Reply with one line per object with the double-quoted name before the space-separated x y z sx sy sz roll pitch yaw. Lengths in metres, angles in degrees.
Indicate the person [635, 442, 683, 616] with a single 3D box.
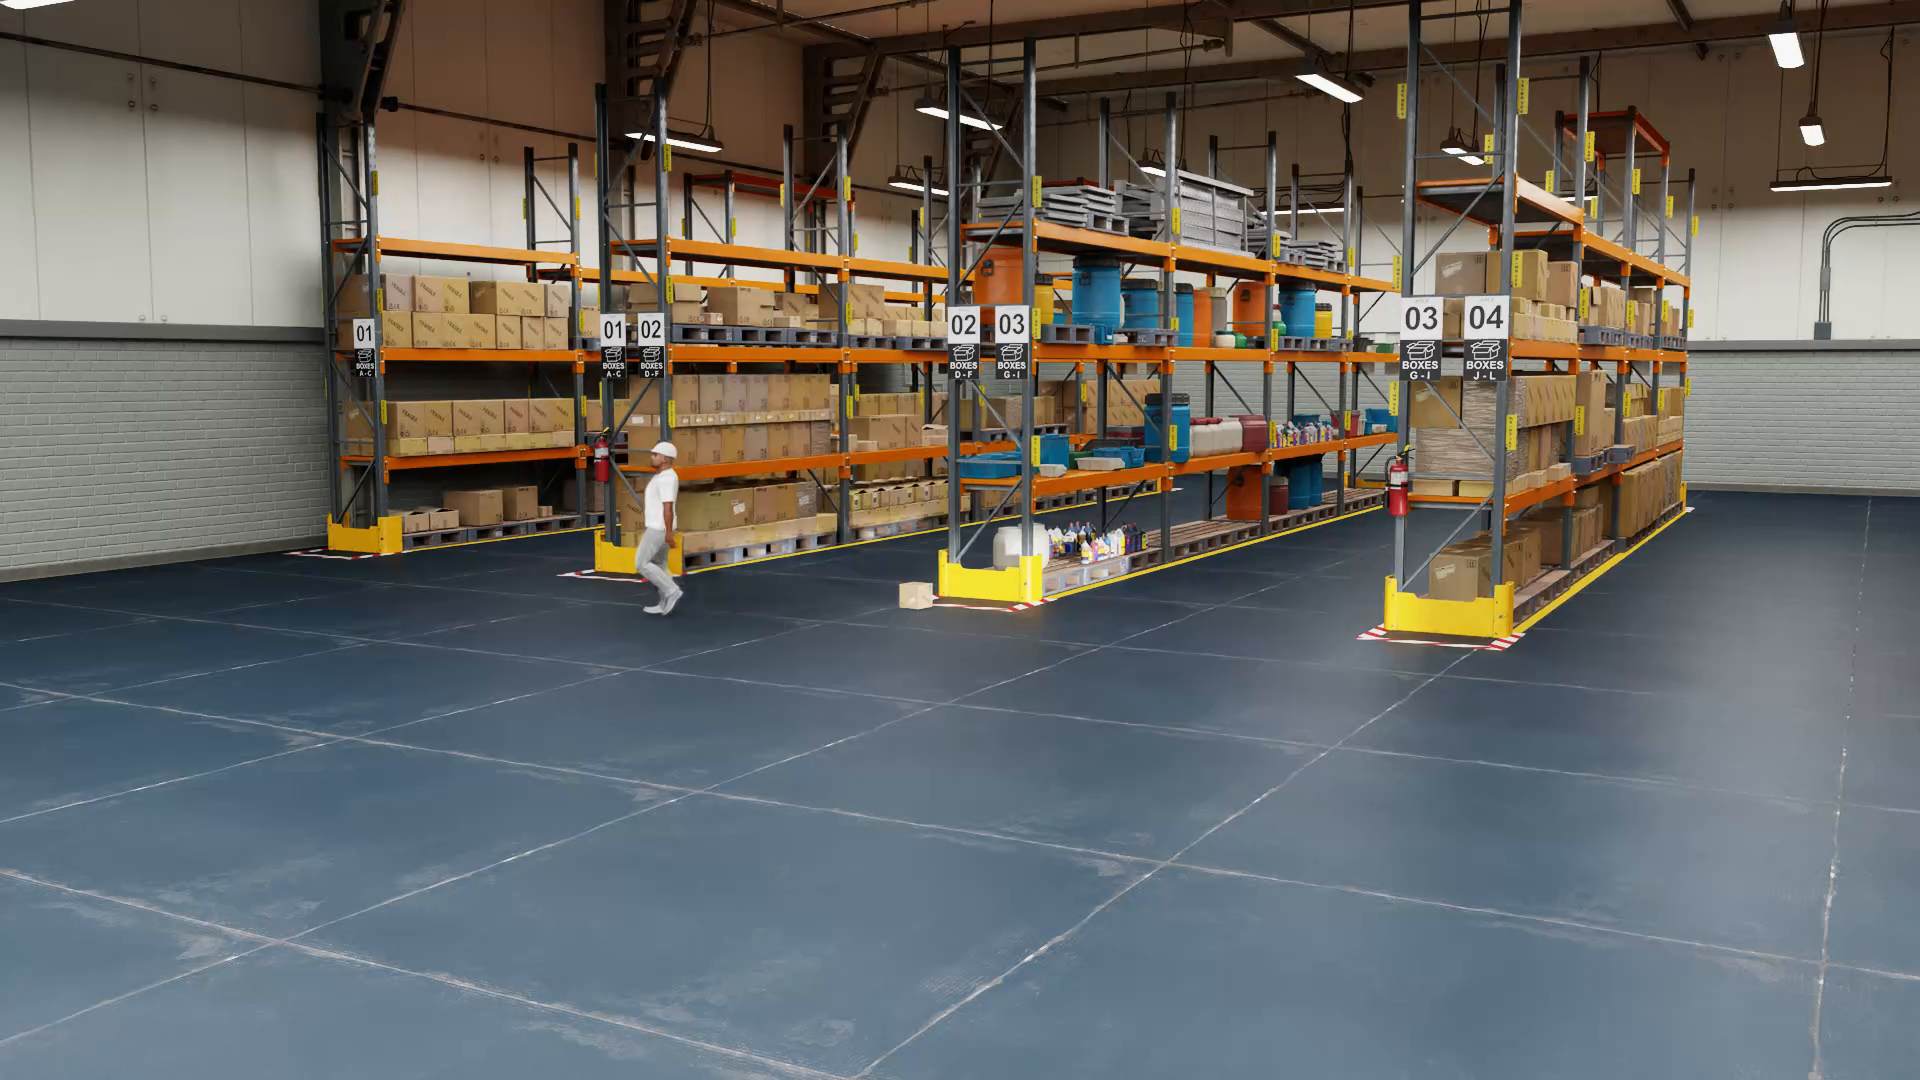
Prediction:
"person" -3.058 -0.116 16.917 0.476 1.756 0.562 0 6 -5
